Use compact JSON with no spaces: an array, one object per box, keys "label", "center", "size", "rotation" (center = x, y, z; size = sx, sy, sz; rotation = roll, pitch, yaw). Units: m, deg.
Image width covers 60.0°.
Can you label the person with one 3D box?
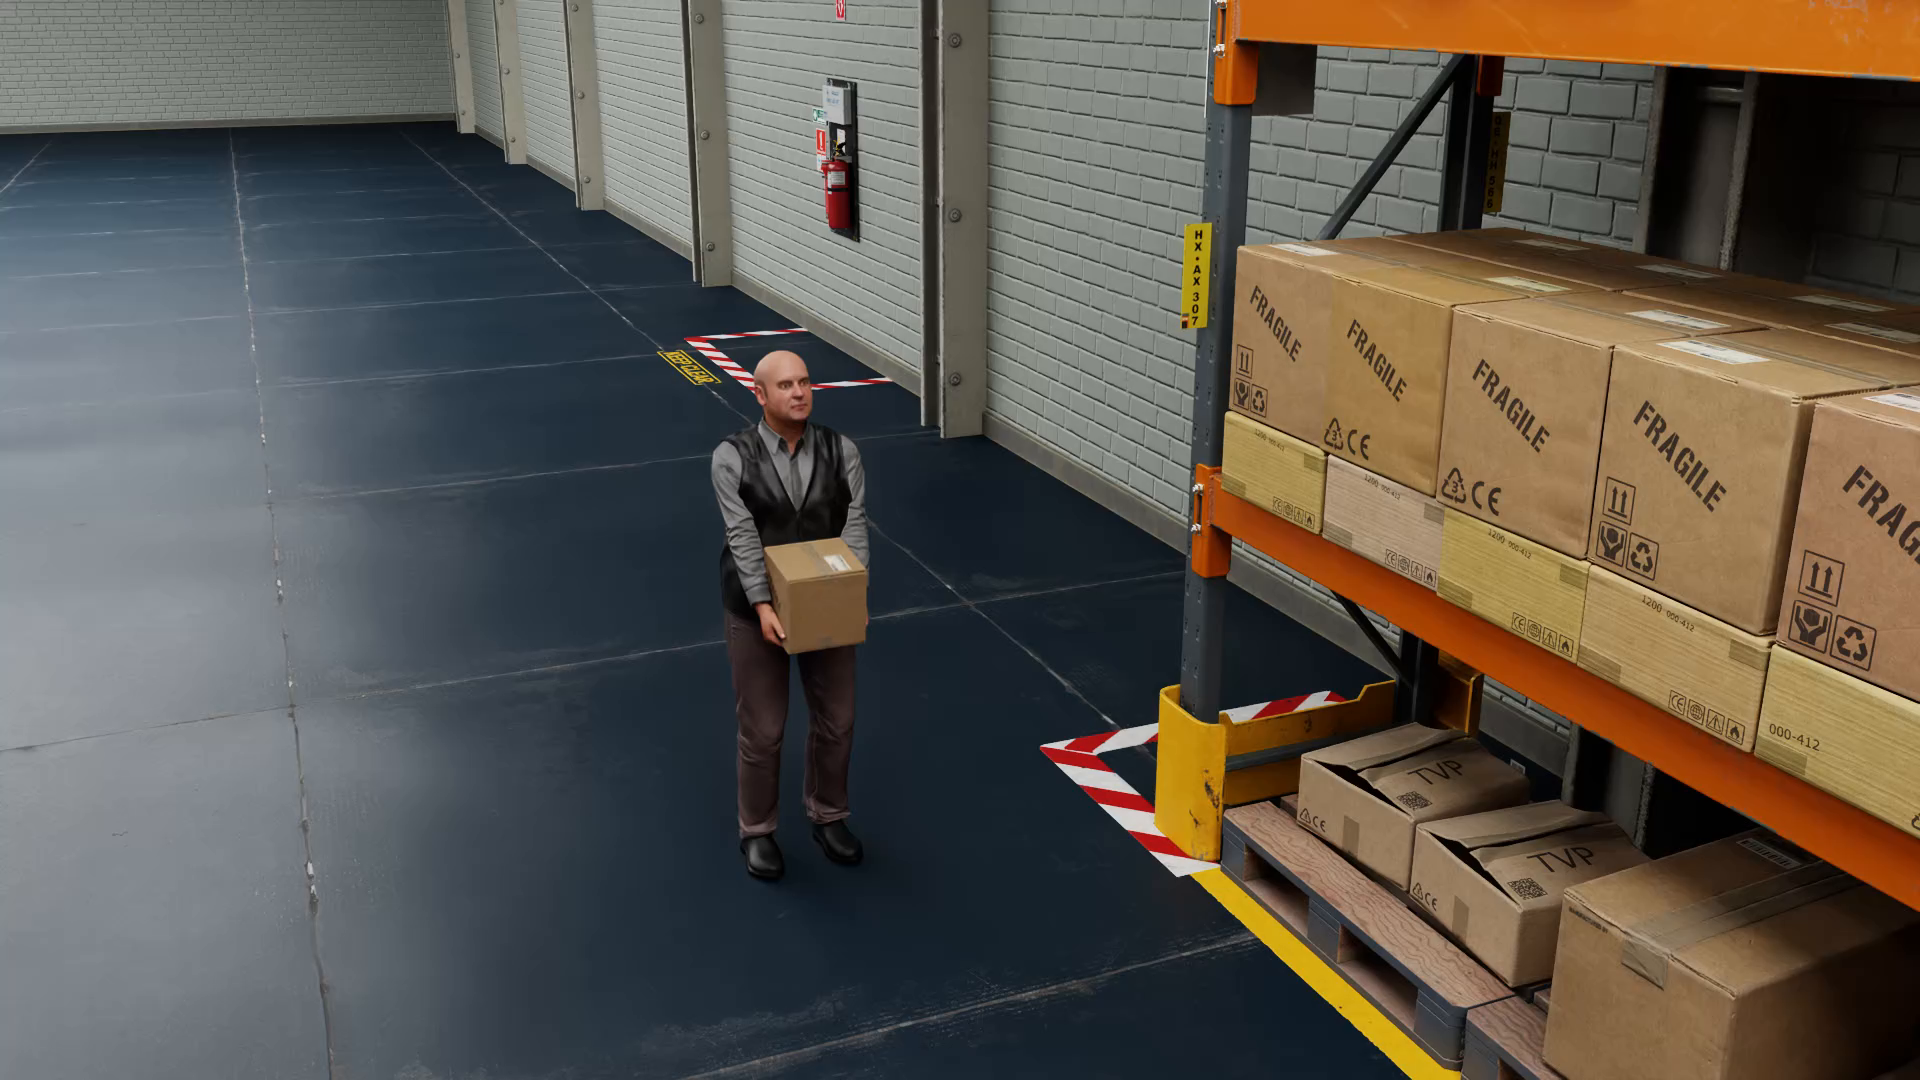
[{"label":"person","center":[-0.500,0.268,5.323],"size":[0.494,1.711,0.560],"rotation":[-8,20,-21]}]
